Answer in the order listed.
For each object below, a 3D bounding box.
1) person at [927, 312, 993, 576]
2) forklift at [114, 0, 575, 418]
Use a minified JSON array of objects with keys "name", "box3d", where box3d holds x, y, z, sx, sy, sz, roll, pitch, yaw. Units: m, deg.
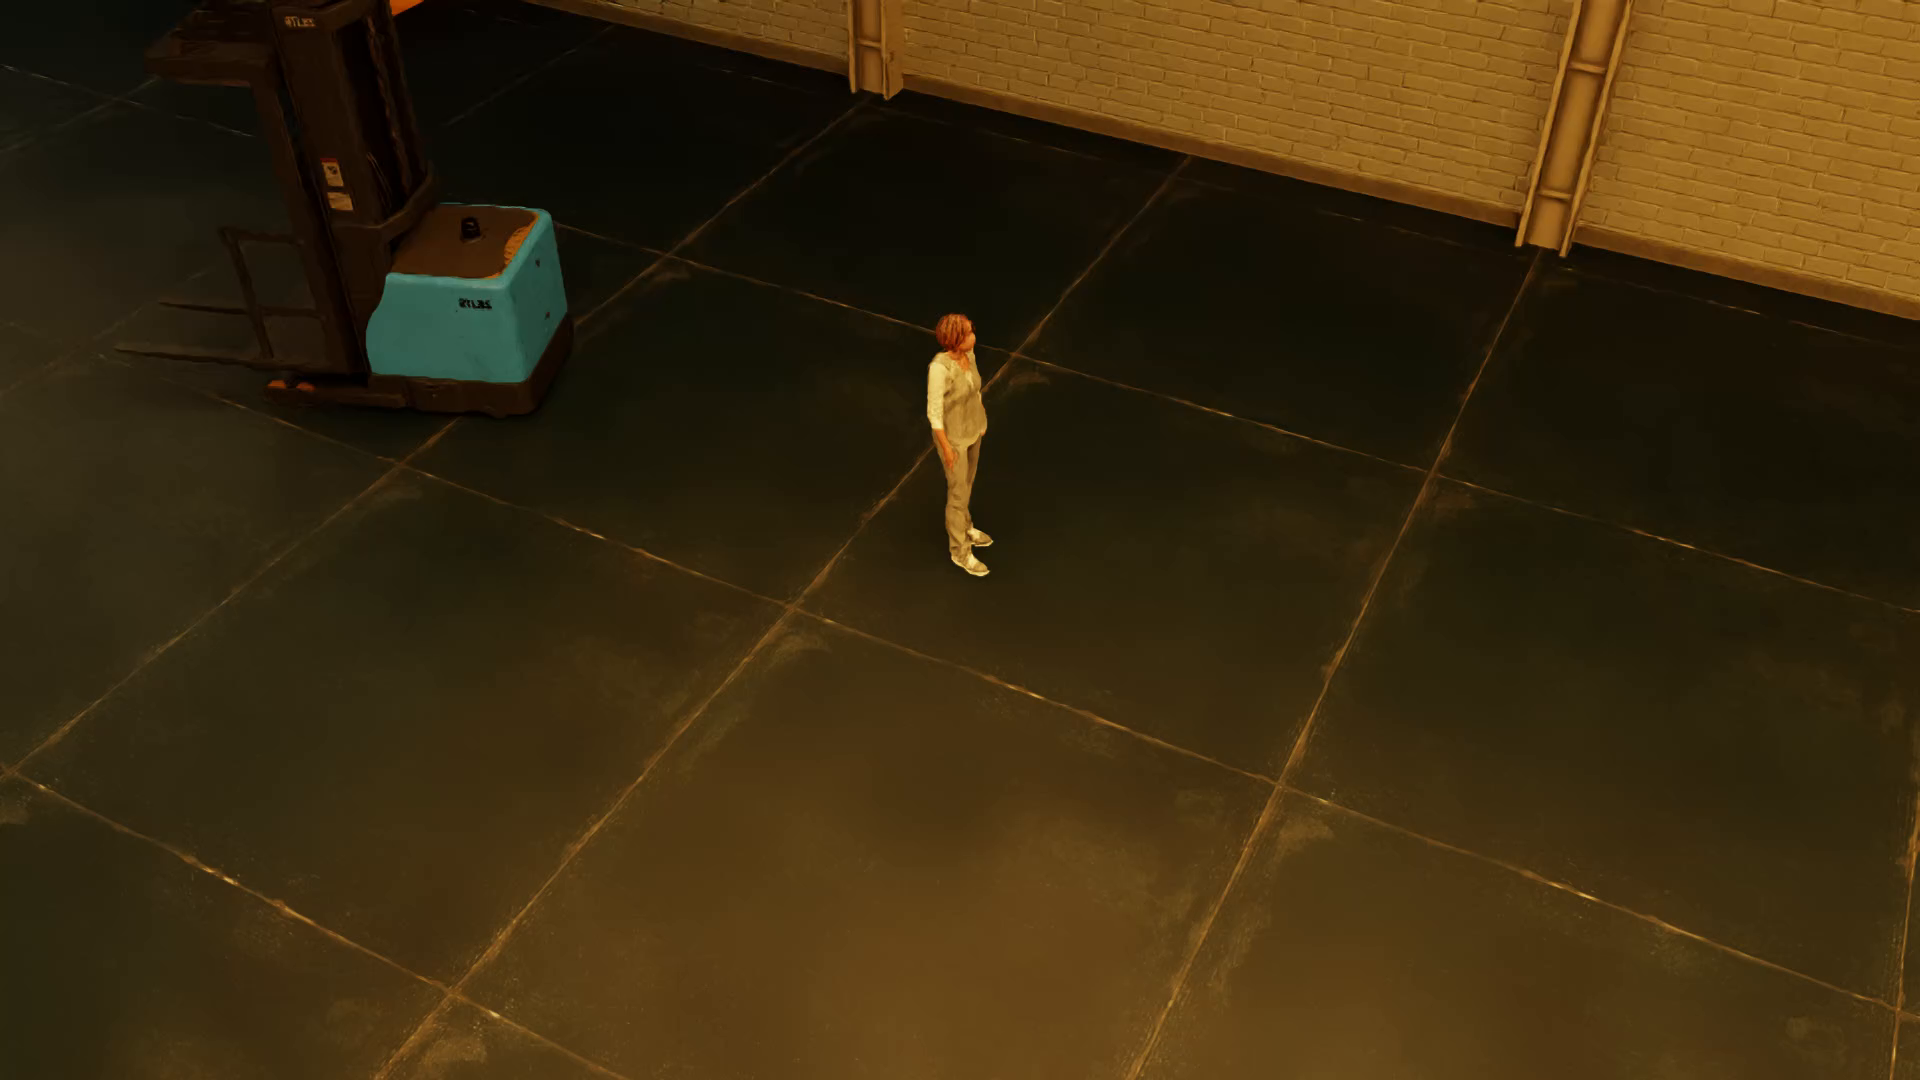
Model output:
[{"name":"person","box3d":[0.059,-0.586,9.707,0.474,1.597,0.521,18,43,21]},{"name":"forklift","box3d":[-4.305,-2.361,10.790,3.031,2.935,1.130,5,40,6]}]
